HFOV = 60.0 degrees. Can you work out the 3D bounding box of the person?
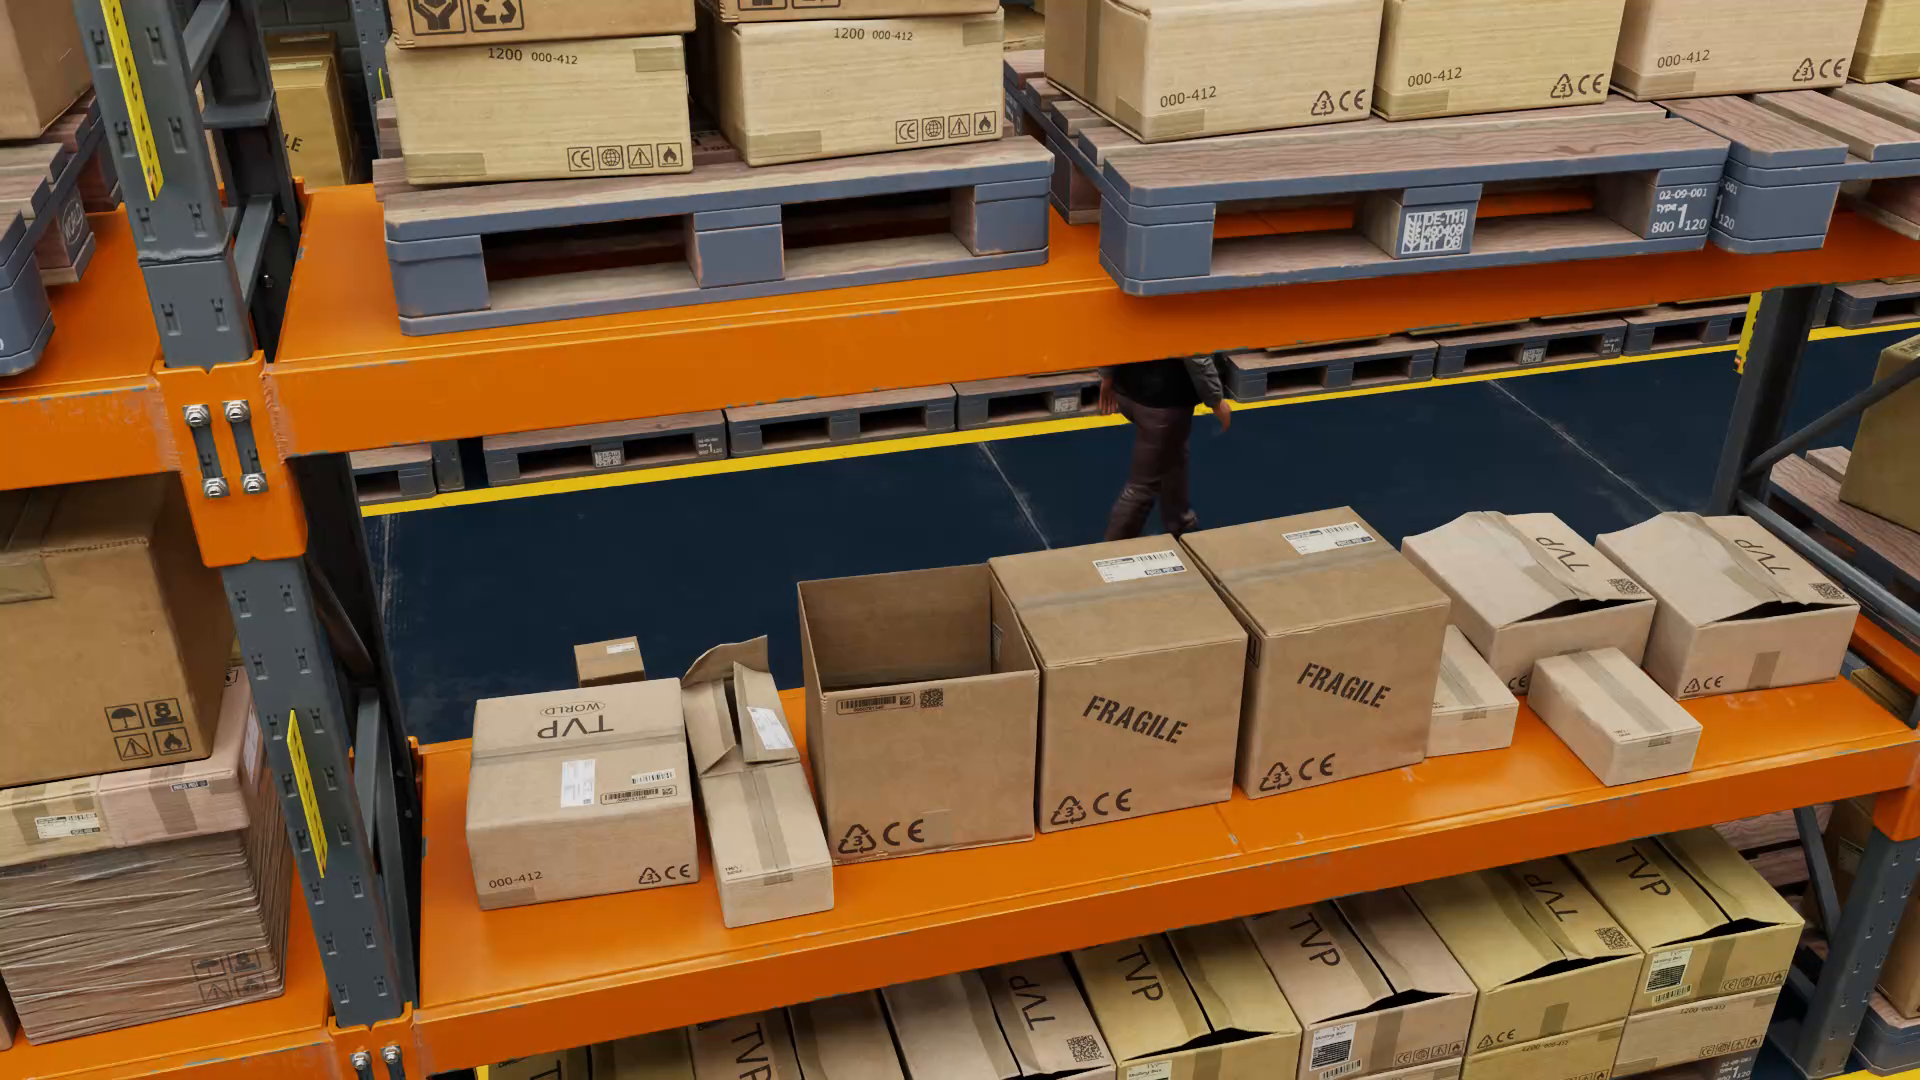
[{"bbox_3d":[0.917,-0.602,7.212,0.758,1.758,0.571,-15,33,-24],"label":"person"}]
